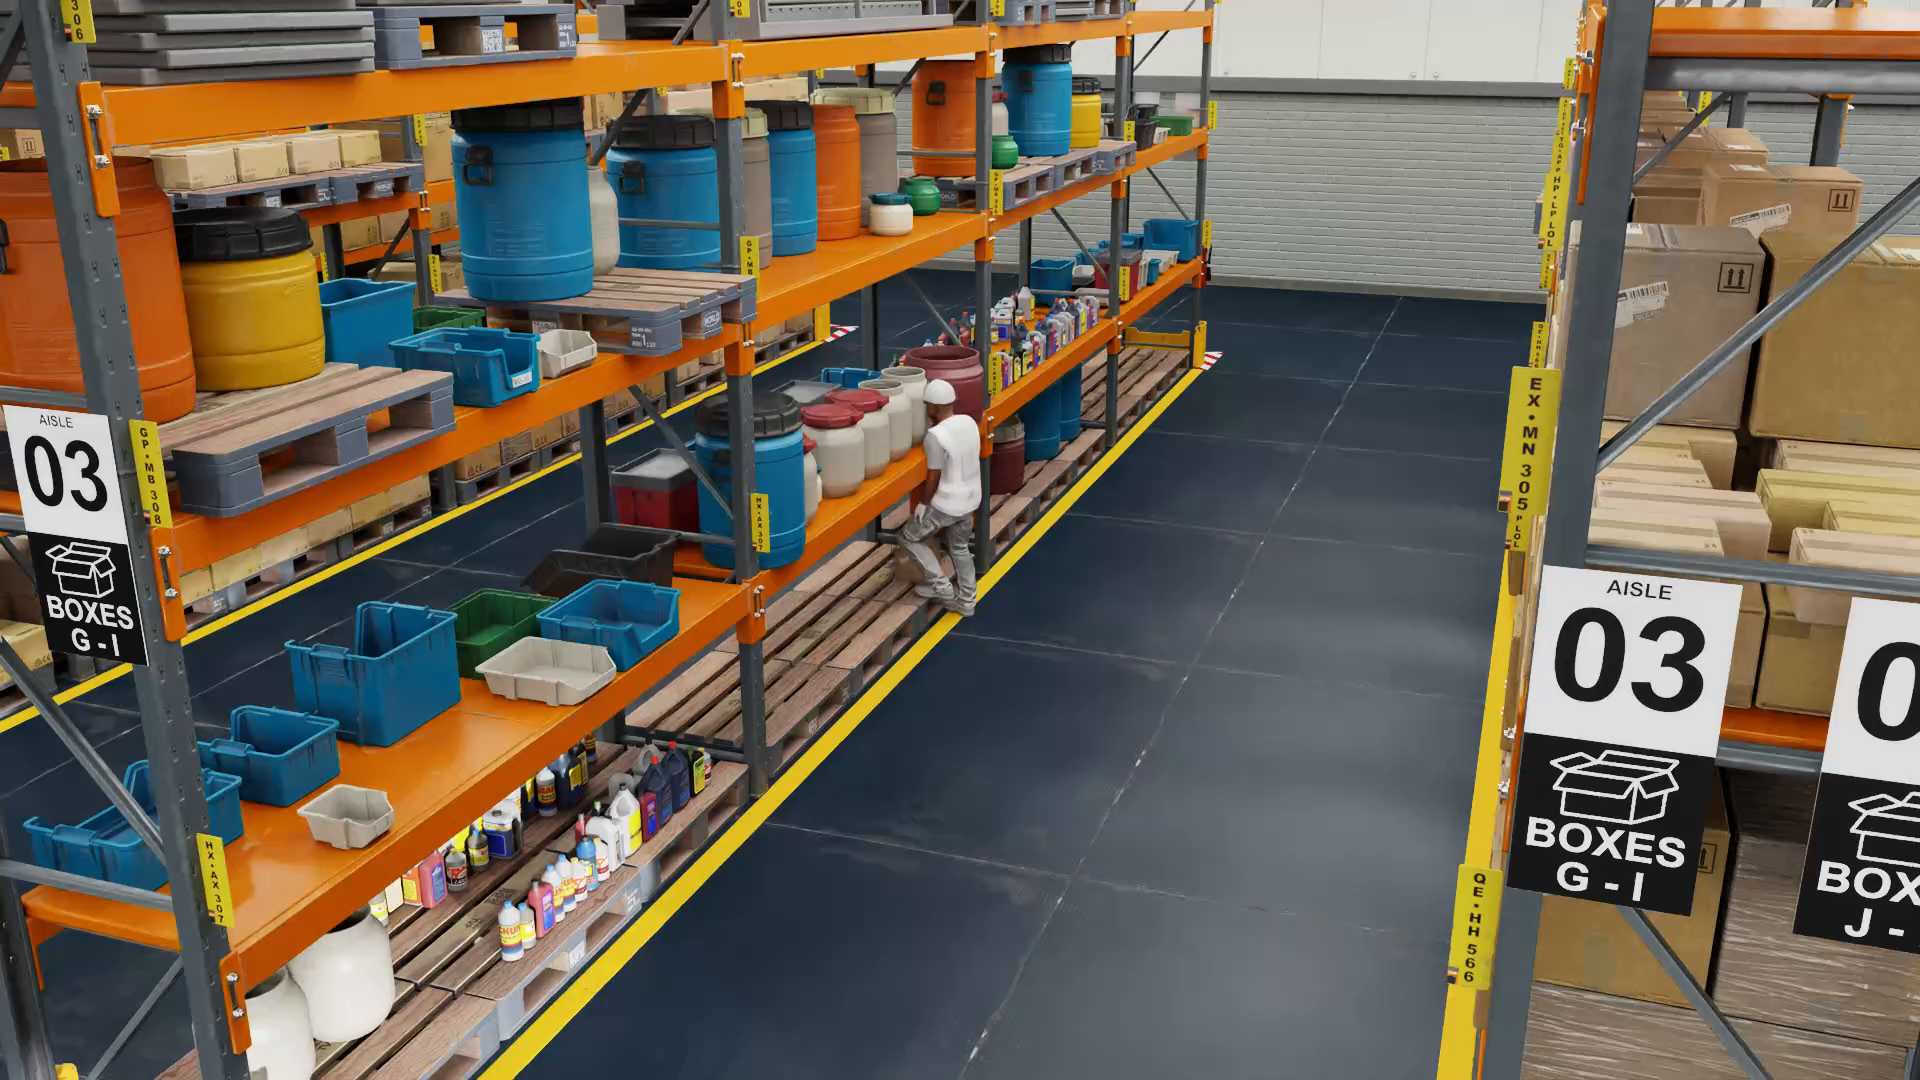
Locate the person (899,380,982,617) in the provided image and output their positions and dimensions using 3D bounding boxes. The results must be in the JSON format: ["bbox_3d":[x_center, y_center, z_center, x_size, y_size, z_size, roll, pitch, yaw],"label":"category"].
[{"bbox_3d":[-0.124,-0.271,11.849,0.520,1.777,0.581,12,22,32],"label":"person"}]
